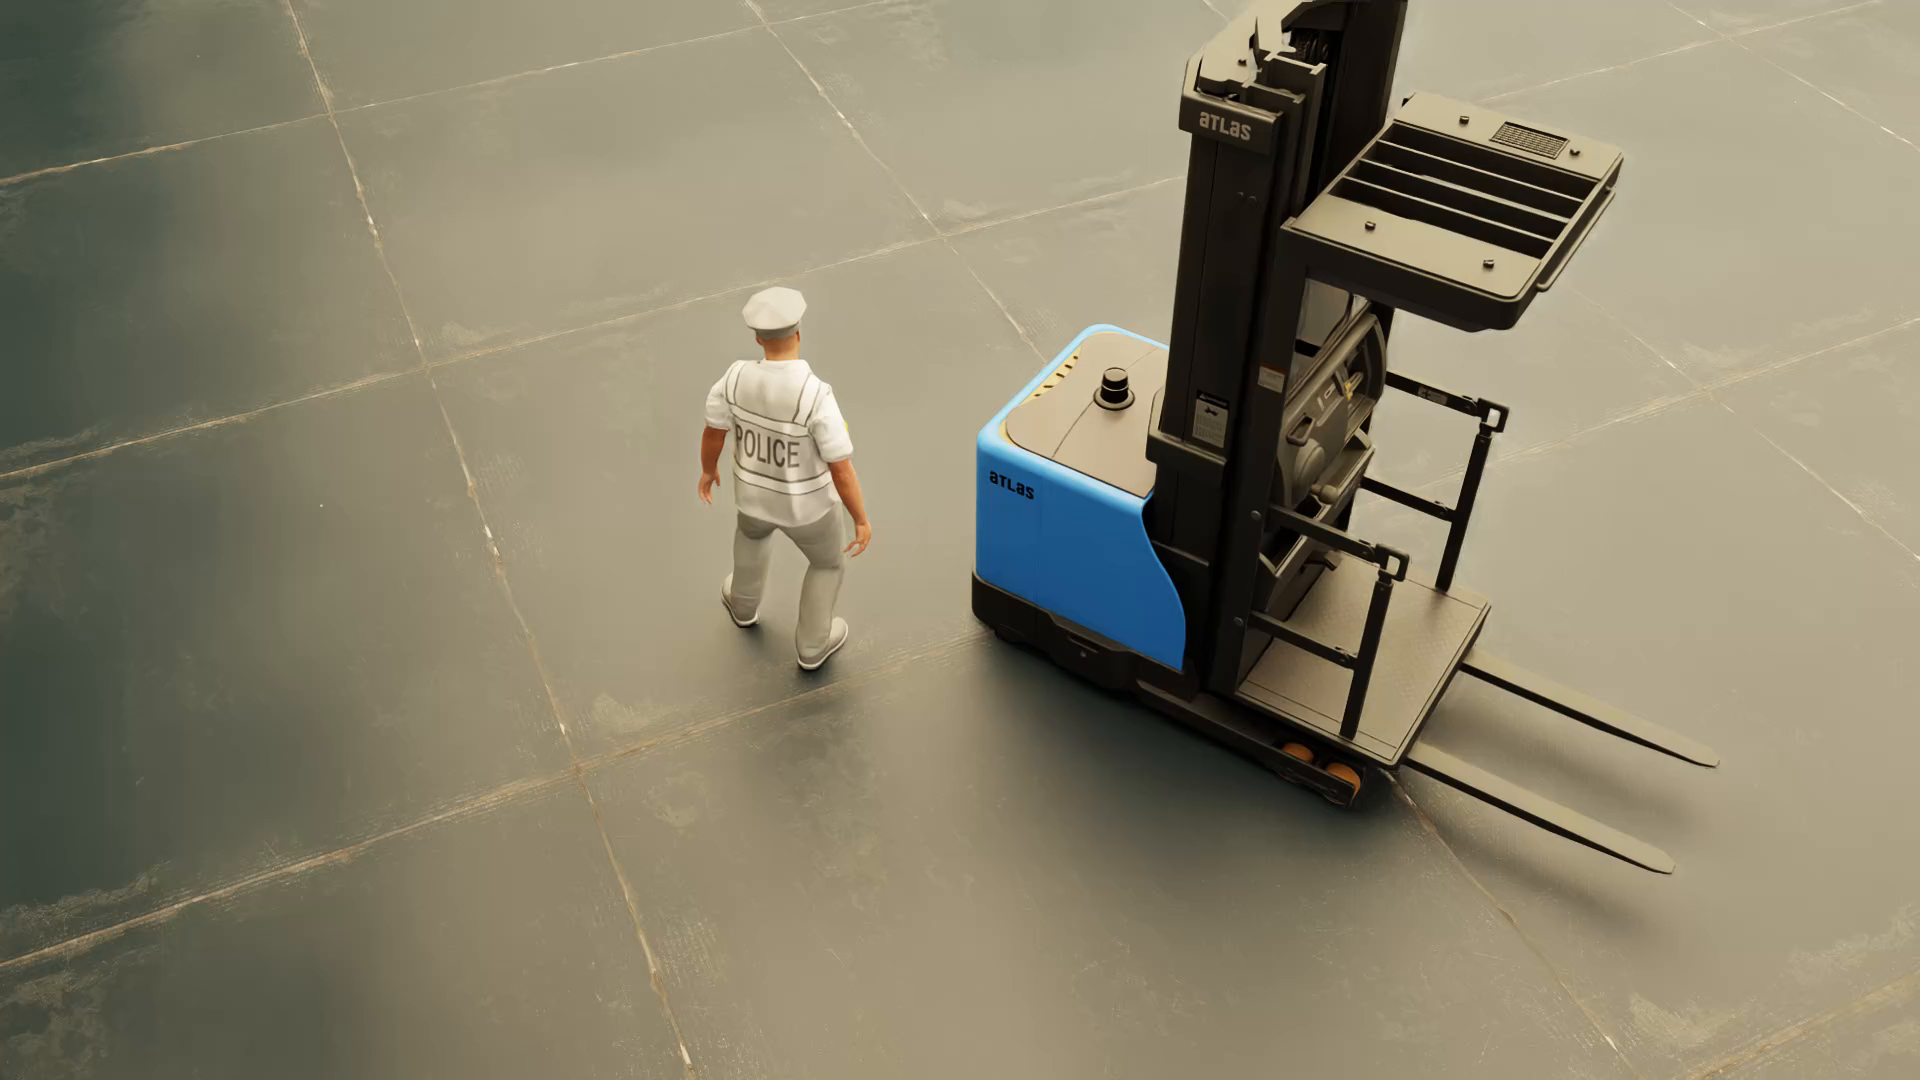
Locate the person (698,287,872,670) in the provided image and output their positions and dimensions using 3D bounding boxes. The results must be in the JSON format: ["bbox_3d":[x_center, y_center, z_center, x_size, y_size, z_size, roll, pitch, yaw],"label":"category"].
[{"bbox_3d":[-0.729,-0.215,6.806,0.868,1.722,0.425,16,45,16],"label":"person"}]

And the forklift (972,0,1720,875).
[{"bbox_3d":[1.563,-0.428,6.139,3.031,2.935,1.130,24,48,24],"label":"forklift"}]
